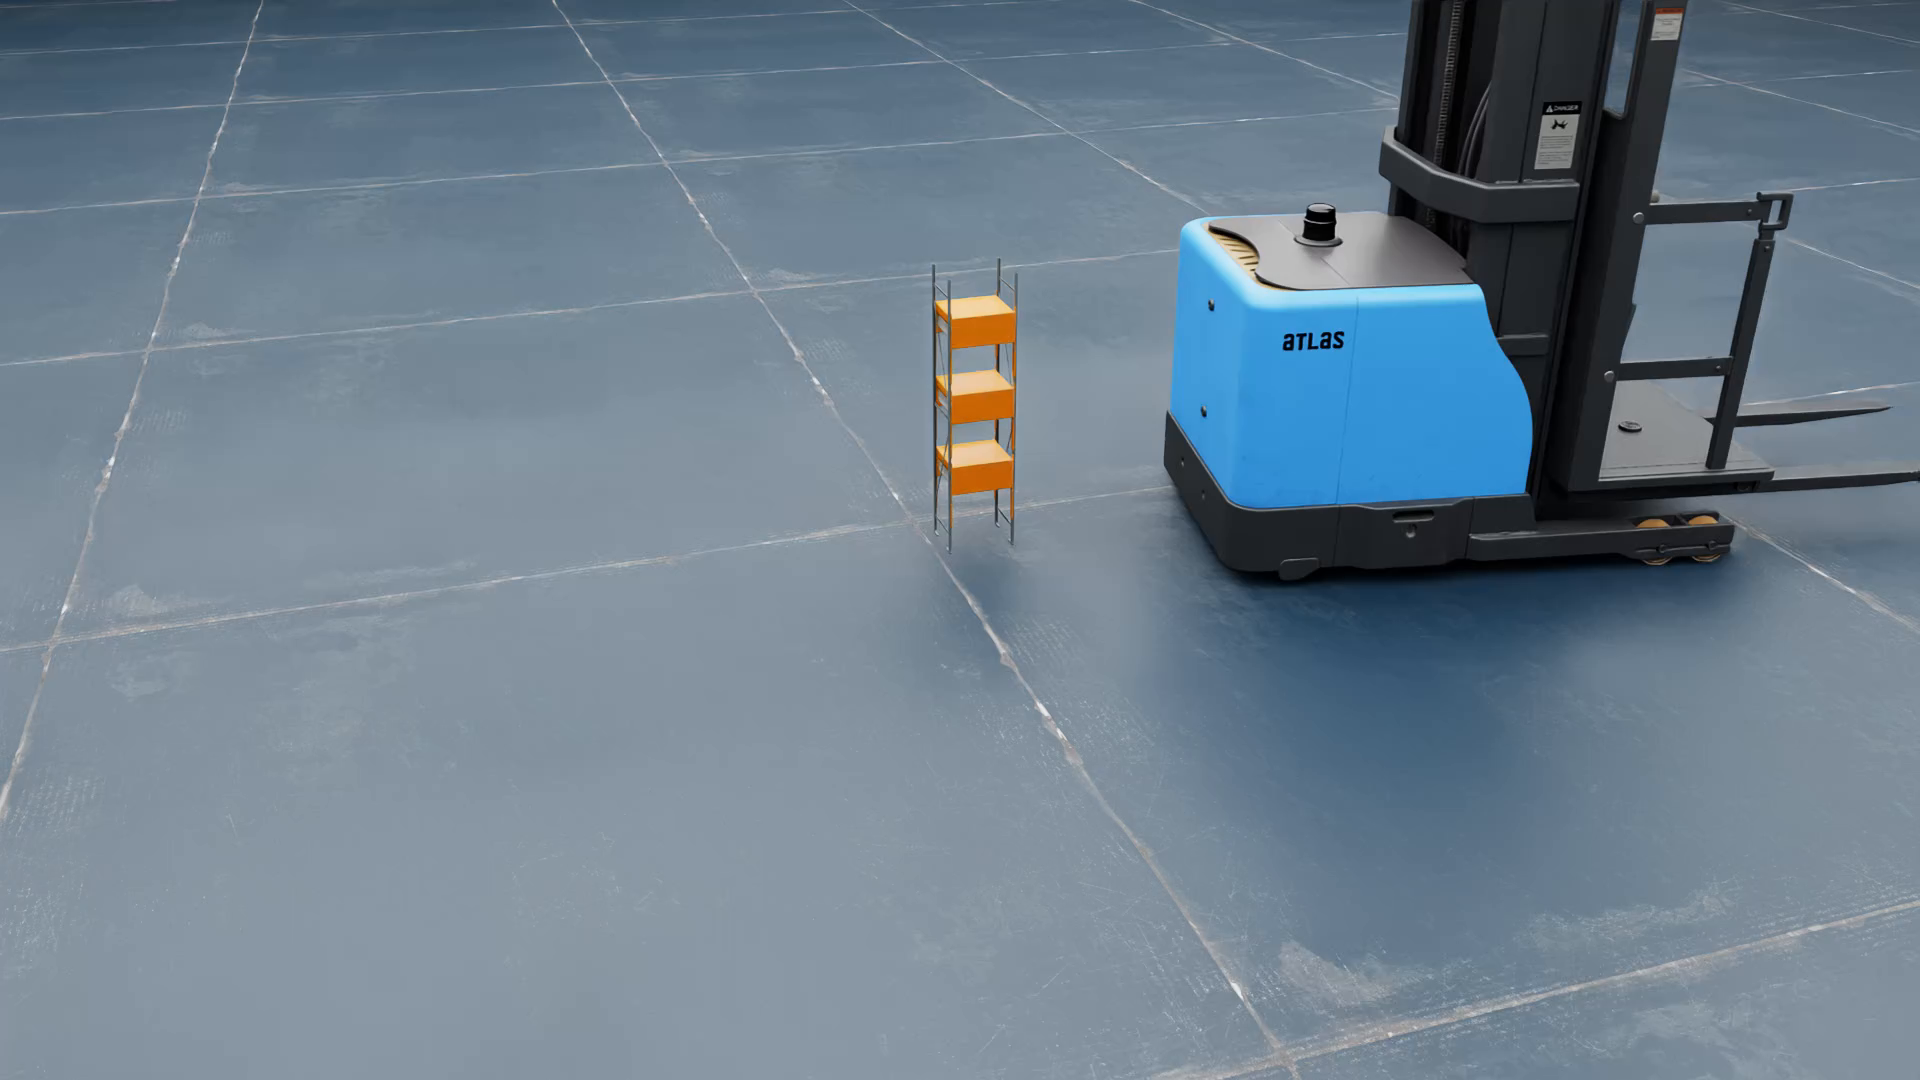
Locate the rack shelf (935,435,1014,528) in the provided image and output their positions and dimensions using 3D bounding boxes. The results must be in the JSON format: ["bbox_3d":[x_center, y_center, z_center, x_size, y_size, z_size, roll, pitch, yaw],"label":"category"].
[{"bbox_3d":[0.051,-0.219,6.160,0.240,0.259,0.215,-8,28,-16],"label":"rack shelf"}]

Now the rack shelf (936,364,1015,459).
[{"bbox_3d":[0.051,-0.468,6.036,0.240,0.259,0.215,-8,28,-16],"label":"rack shelf"}]

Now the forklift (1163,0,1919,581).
[{"bbox_3d":[2.377,-1.450,5.875,3.031,2.935,1.130,-3,27,-7],"label":"forklift"}]

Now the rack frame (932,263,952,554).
[{"bbox_3d":[-0.065,-0.461,5.998,0.008,1.050,0.200,-8,28,-16],"label":"rack frame"}]

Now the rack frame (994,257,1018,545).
[{"bbox_3d":[0.167,-0.494,6.065,0.008,1.050,0.200,-8,28,-16],"label":"rack frame"}]

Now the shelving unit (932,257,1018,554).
[{"bbox_3d":[0.051,-0.478,6.031,0.252,1.050,0.215,-8,28,-16],"label":"shelving unit"}]

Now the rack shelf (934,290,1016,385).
[{"bbox_3d":[0.051,-0.722,5.910,0.240,0.259,0.215,-8,28,-16],"label":"rack shelf"}]
